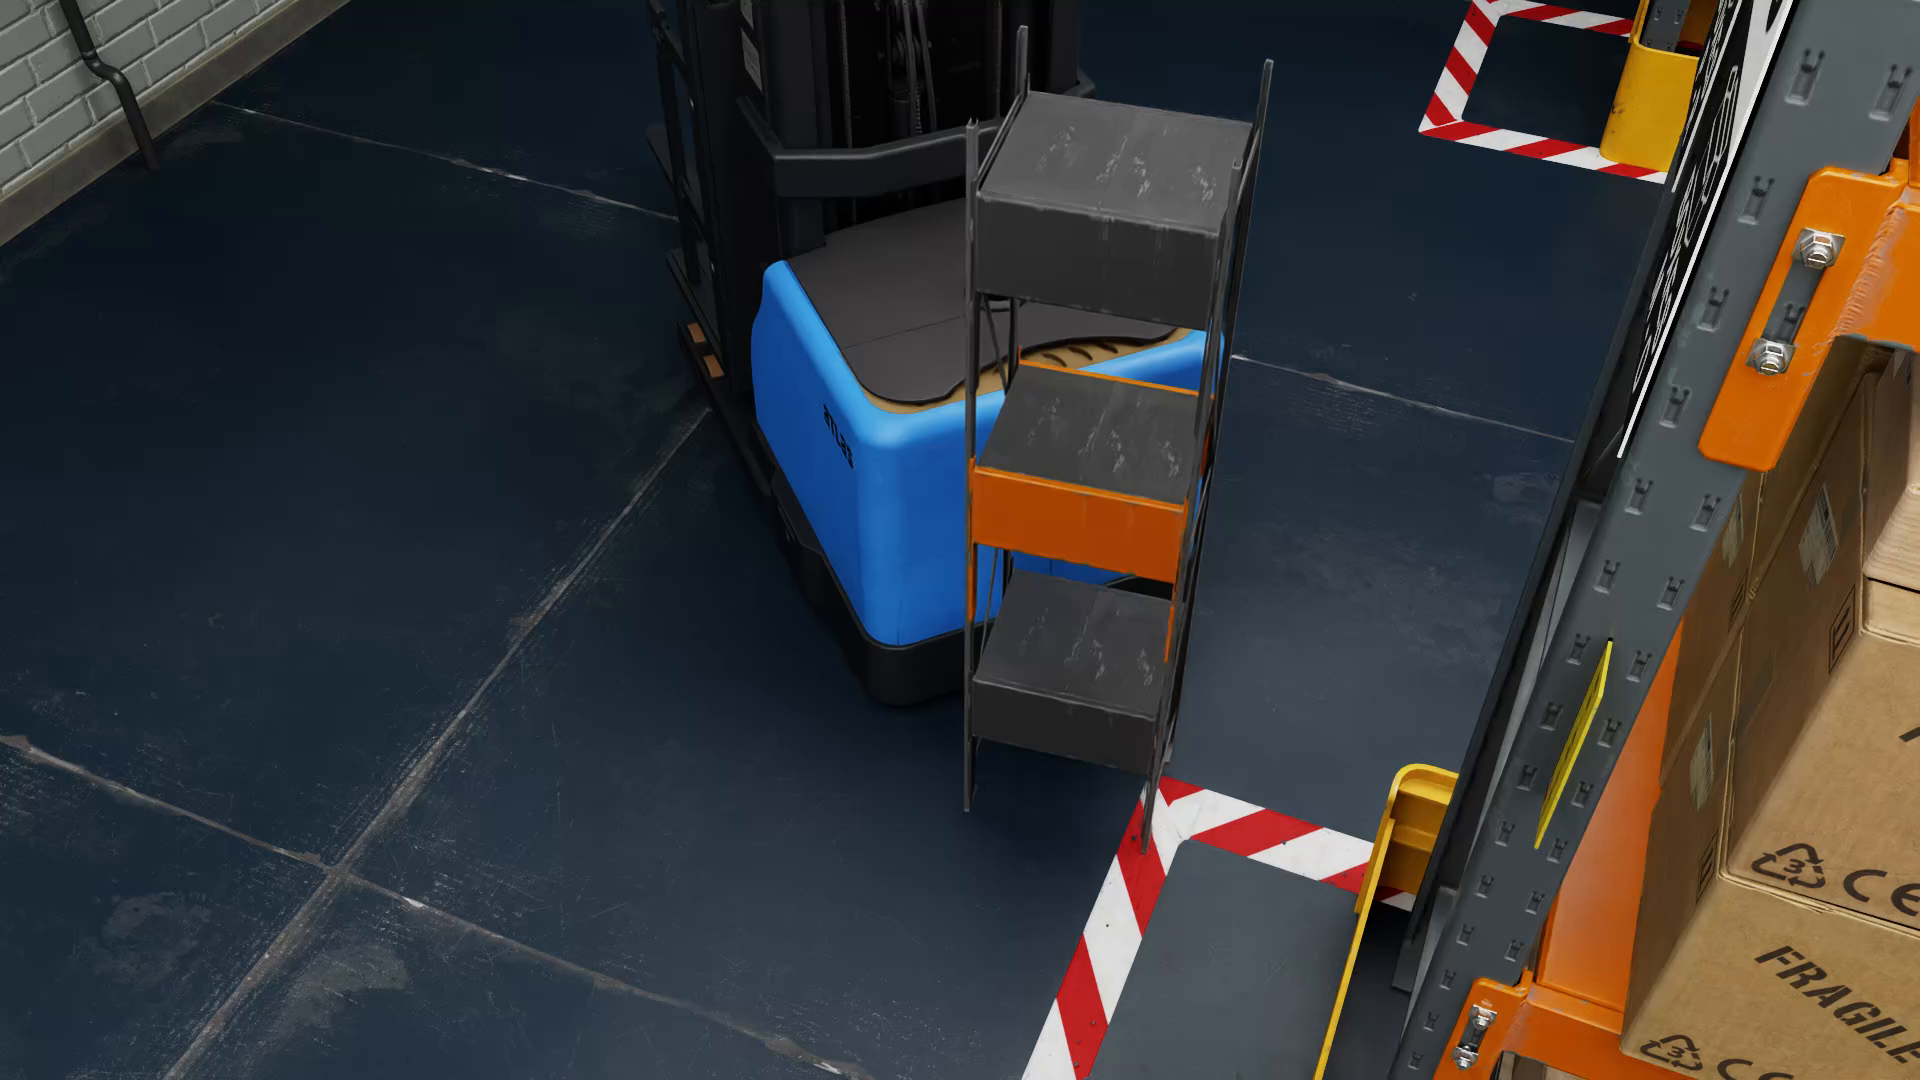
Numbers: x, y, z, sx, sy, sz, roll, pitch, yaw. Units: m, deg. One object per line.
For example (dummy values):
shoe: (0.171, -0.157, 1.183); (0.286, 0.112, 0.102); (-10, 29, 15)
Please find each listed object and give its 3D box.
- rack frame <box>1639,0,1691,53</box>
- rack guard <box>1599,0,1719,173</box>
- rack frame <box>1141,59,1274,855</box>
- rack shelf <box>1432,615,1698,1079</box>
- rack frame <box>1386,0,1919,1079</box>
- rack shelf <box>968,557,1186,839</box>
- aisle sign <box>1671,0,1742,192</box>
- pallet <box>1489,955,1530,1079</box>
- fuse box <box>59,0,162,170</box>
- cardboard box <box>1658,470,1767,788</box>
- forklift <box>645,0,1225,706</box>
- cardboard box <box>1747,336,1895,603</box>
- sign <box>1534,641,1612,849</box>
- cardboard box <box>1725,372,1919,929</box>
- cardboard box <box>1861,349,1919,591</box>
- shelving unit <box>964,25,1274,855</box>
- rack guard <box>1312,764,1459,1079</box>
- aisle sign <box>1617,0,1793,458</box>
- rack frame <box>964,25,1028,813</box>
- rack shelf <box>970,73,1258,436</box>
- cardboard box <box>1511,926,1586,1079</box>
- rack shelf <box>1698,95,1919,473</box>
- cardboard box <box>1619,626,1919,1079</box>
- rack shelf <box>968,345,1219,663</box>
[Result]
rack frame: (2.928, -2.983, 6.122); (0.127, 3.000, 1.000); (16, 47, 16)
rack guard: (2.998, -2.077, 6.983); (0.348, 0.500, 1.175); (16, 47, 16)
rack frame: (0.542, -0.045, 3.807); (0.015, 2.100, 0.400); (11, 46, 11)
rack shelf: (2.866, 1.047, 2.581); (4.000, 0.370, 1.077); (16, 47, 16)
rack frame: (1.021, 0.249, 2.873); (0.127, 3.000, 1.000); (16, 47, 16)
rack shelf: (0.308, 0.413, 4.358); (0.480, 0.518, 0.431); (11, 46, 11)
aisle sign: (1.074, -0.894, 2.179); (0.004, 0.787, 0.394); (16, 47, 16)
pallet: (1.789, 1.404, 3.690); (1.213, 0.211, 1.003); (16, 47, 16)
fuse box: (-3.249, -2.138, 6.186); (0.414, 1.711, 0.539); (16, 47, 16)
cardboard box: (1.568, 0.172, 2.880); (0.500, 0.500, 0.500); (17, 47, 16)
forklift: (-0.339, -1.625, 4.805); (1.130, 2.935, 3.031); (-17, 47, -16)
cardboard box: (1.557, -0.165, 2.510); (0.500, 0.500, 0.500); (18, 48, 17)
sign: (0.801, 0.273, 2.179); (0.005, 0.325, 0.100); (16, 47, 16)
cardboard box: (1.354, 0.175, 2.168); (0.500, 0.500, 0.500); (15, 47, 15)
cardboard box: (1.242, -0.094, 1.979); (0.250, 0.149, 0.380); (17, 47, 17)
shelving unit: (0.308, -0.093, 3.855); (0.503, 2.100, 0.431); (11, 46, 11)
rack guard: (0.998, 1.128, 3.761); (0.348, 0.500, 1.175); (16, 47, 16)
aisle sign: (0.843, -0.504, 1.786); (0.004, 0.787, 0.394); (16, 47, 16)
rack frame: (0.073, -0.141, 3.903); (0.015, 2.100, 0.400); (11, 46, 11)
rack shelf: (0.307, -0.579, 3.370); (0.480, 0.518, 0.431); (11, 46, 11)
cardboard box: (1.668, 1.122, 3.514); (0.875, 0.438, 0.875); (15, 47, 15)
rack shelf: (2.866, -0.016, 1.523); (4.000, 0.370, 1.077); (16, 47, 16)
cardboard box: (1.353, 0.531, 2.519); (0.500, 0.500, 0.500); (16, 47, 16)
rack shelf: (0.308, -0.083, 3.864); (0.480, 0.518, 0.431); (11, 46, 11)
